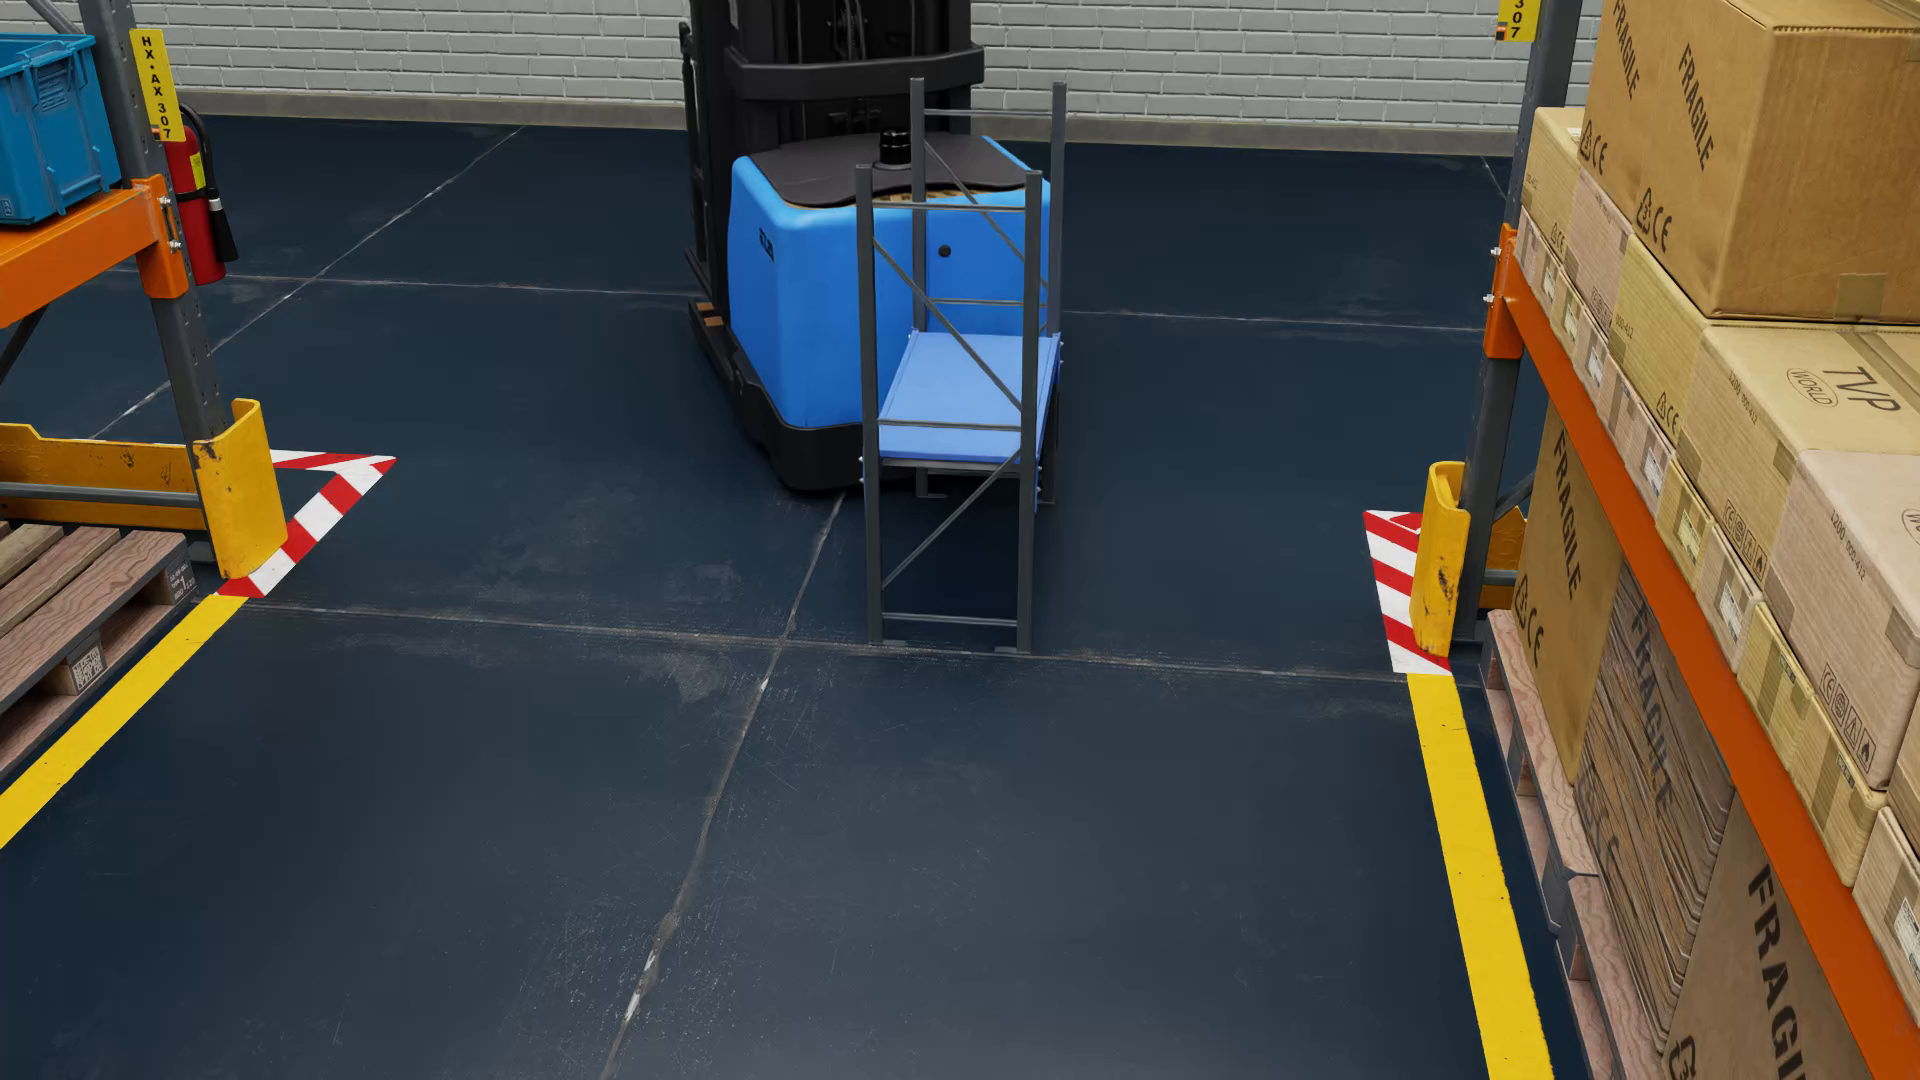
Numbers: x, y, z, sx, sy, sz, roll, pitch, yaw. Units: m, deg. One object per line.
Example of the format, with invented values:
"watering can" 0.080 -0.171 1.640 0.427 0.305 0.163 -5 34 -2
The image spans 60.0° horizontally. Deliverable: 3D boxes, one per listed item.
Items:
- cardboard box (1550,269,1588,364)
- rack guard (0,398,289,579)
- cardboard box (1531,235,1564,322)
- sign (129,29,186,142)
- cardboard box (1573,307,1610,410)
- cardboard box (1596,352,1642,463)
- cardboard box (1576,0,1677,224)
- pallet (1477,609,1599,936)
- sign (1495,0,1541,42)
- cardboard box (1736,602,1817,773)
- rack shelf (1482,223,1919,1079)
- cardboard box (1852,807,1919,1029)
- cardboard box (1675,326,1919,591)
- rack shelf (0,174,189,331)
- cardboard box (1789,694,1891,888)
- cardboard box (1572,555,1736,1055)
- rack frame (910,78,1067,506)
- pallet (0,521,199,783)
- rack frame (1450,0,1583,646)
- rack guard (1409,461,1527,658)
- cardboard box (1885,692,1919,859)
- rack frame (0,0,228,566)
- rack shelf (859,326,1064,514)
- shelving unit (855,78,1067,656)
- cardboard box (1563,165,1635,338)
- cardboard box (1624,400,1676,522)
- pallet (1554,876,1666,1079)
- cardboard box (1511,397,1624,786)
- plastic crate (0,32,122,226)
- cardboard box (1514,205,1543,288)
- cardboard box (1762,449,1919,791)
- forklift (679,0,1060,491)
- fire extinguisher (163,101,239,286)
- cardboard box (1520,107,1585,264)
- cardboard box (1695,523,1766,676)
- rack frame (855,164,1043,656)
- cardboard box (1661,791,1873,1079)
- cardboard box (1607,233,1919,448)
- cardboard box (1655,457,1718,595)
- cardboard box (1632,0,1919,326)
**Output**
"cardboard box" 1.573 -0.502 3.784 0.380 0.149 0.250 3 28 5
"rack guard" -2.920 -0.201 5.596 1.175 0.500 0.348 3 28 6
"cardboard box" 1.604 -0.622 4.007 0.380 0.149 0.250 3 28 5
"sign" -2.362 -1.337 4.897 0.100 0.325 0.005 3 28 6
"cardboard box" 1.542 -0.379 3.556 0.380 0.149 0.250 3 28 5
"cardboard box" 1.510 -0.259 3.334 0.380 0.149 0.250 3 28 5
"cardboard box" 1.617 -0.951 3.407 0.500 0.500 0.500 3 28 5
"pallet" 1.985 0.607 4.401 1.003 0.211 1.213 3 28 6
"sign" 1.455 -1.453 4.288 0.100 0.325 0.005 3 28 6
"cardboard box" 1.384 0.224 2.436 0.380 0.149 0.250 3 28 5
"rack shelf" 1.760 0.256 2.870 1.077 0.370 4.000 3 28 6
"cardboard box" 1.322 0.466 1.987 0.380 0.149 0.250 4 29 7
"cardboard box" 1.497 -0.129 2.671 0.500 0.250 0.500 3 28 5
"rack shelf" -3.155 -0.031 3.404 1.077 0.370 4.000 3 28 6
"cardboard box" 1.353 0.345 2.212 0.380 0.149 0.250 4 29 7
"cardboard box" 1.895 0.483 3.488 0.875 0.875 0.875 3 28 6
"rack frame" 0.090 -0.805 5.663 0.500 1.500 0.032 3 28 6
"pallet" -3.050 0.324 4.926 1.003 0.211 1.213 3 28 6
"rack frame" 2.005 -1.002 4.447 1.000 3.000 0.127 3 28 6
"rack guard" 2.008 0.087 5.061 1.175 0.500 0.348 3 28 6
"cardboard box" 1.370 0.349 1.783 0.500 0.250 0.500 4 29 8
"rack frame" -2.910 -1.290 4.981 1.000 3.000 0.127 3 28 6
"rack shelf" 0.029 -0.407 5.304 0.538 0.185 1.000 3 28 6
"shelving unit" 0.029 -0.565 5.218 0.538 1.500 1.048 3 28 6
"cardboard box" 1.621 -0.611 3.567 0.500 0.250 0.500 3 28 6
"cardboard box" 1.479 -0.138 3.108 0.380 0.149 0.250 3 28 6
"pallet" 1.833 1.180 3.338 1.003 0.211 1.213 3 28 6
"cardboard box" 2.006 0.055 4.283 0.875 0.875 0.875 3 28 6
"plastic crate" -2.766 -1.163 4.646 0.616 0.435 0.499 3 28 6
"cardboard box" 1.634 -0.743 4.232 0.380 0.149 0.250 4 29 7
"cardboard box" 1.432 0.109 2.229 0.500 0.250 0.500 4 29 7
"forklift" -0.572 -2.148 6.647 1.130 2.935 3.031 -9 30 -16
"fire extinguisher" -2.441 -1.136 5.171 0.296 0.674 0.183 3 28 6
"cardboard box" 1.678 -0.856 4.021 0.500 0.250 0.500 3 28 5
"cardboard box" 1.417 0.105 2.658 0.380 0.149 0.250 4 29 7
"rack frame" -0.031 -0.326 4.774 0.500 1.500 0.032 3 28 6
"cardboard box" 1.786 0.902 2.710 0.875 0.875 0.875 3 28 6
"cardboard box" 1.556 -0.375 3.128 0.500 0.250 0.500 2 28 4
"cardboard box" 1.447 -0.019 2.888 0.380 0.149 0.250 3 28 5
"cardboard box" 1.560 -0.707 2.953 0.500 0.500 0.500 3 28 5
